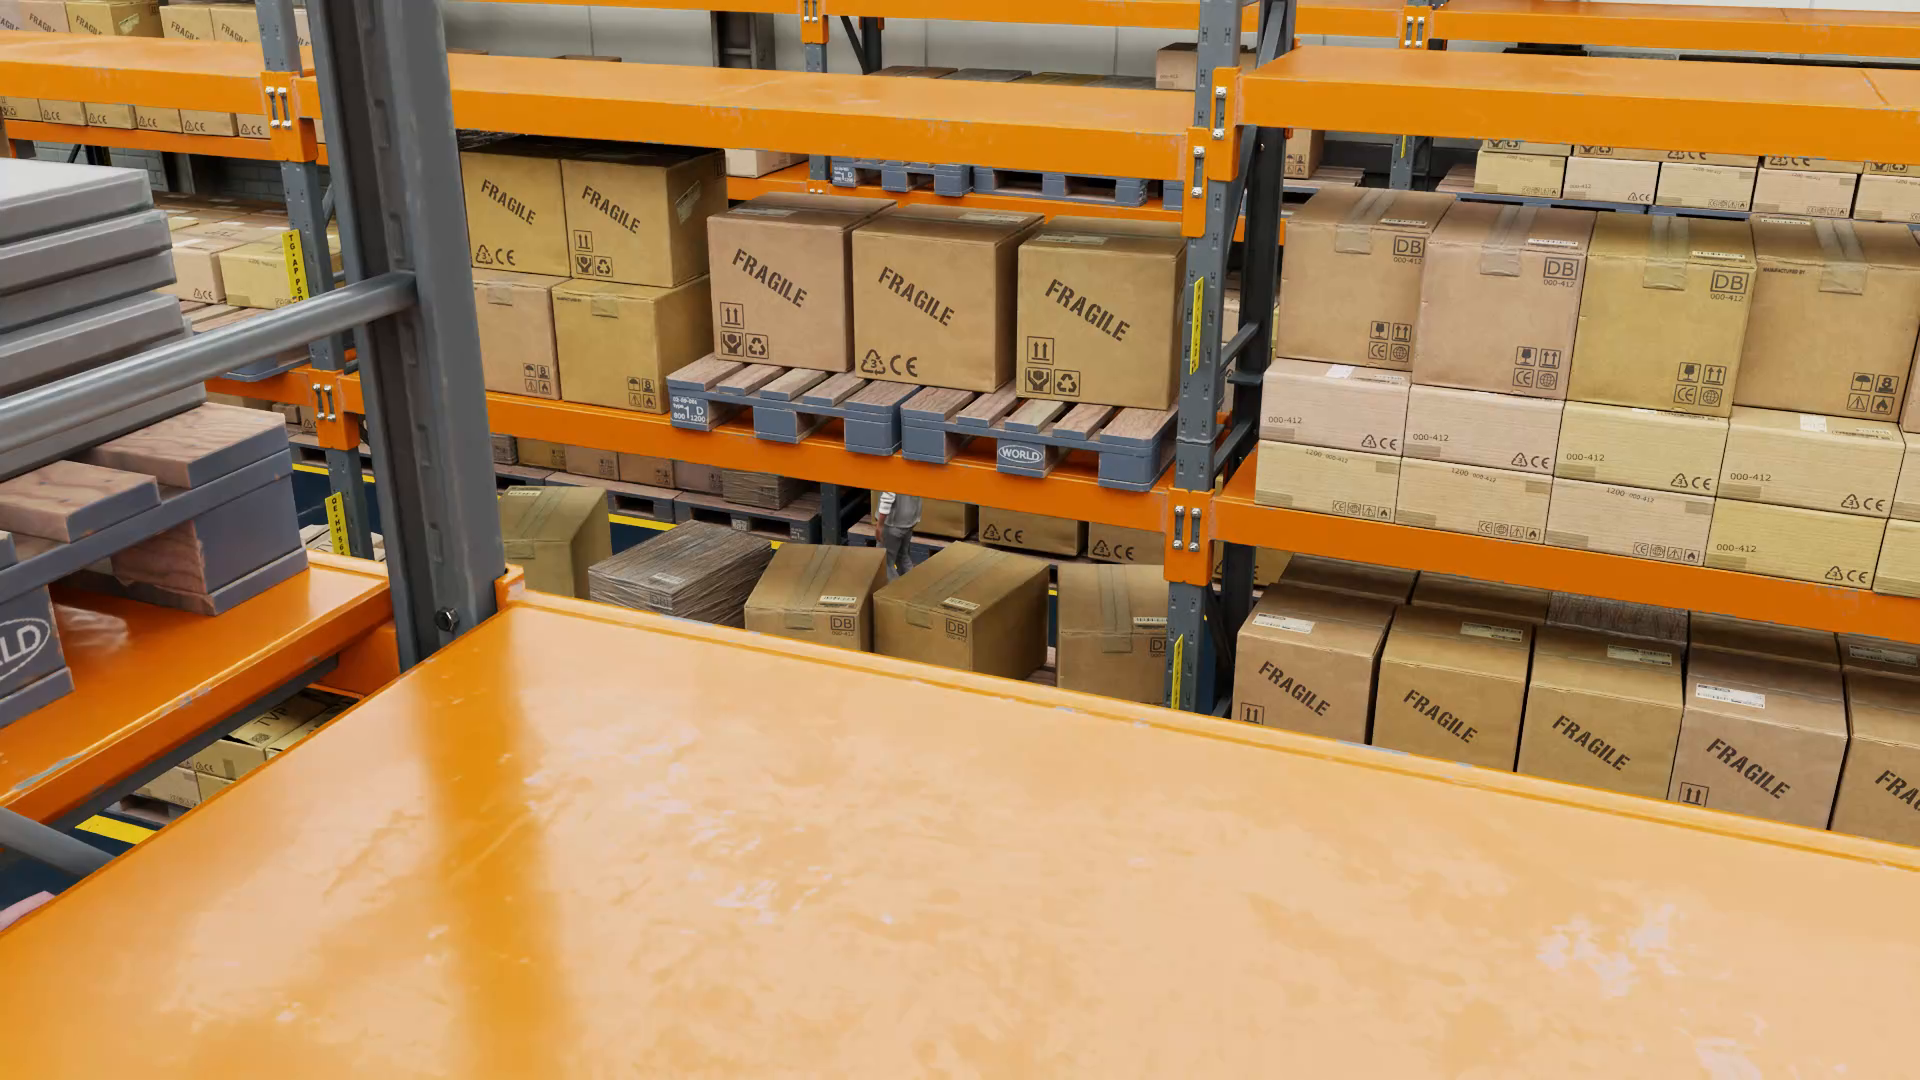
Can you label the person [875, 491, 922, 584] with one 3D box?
[{"bbox_3d":[-0.449,-0.150,11.265,0.366,1.591,0.471,8,24,19],"label":"person"}]
